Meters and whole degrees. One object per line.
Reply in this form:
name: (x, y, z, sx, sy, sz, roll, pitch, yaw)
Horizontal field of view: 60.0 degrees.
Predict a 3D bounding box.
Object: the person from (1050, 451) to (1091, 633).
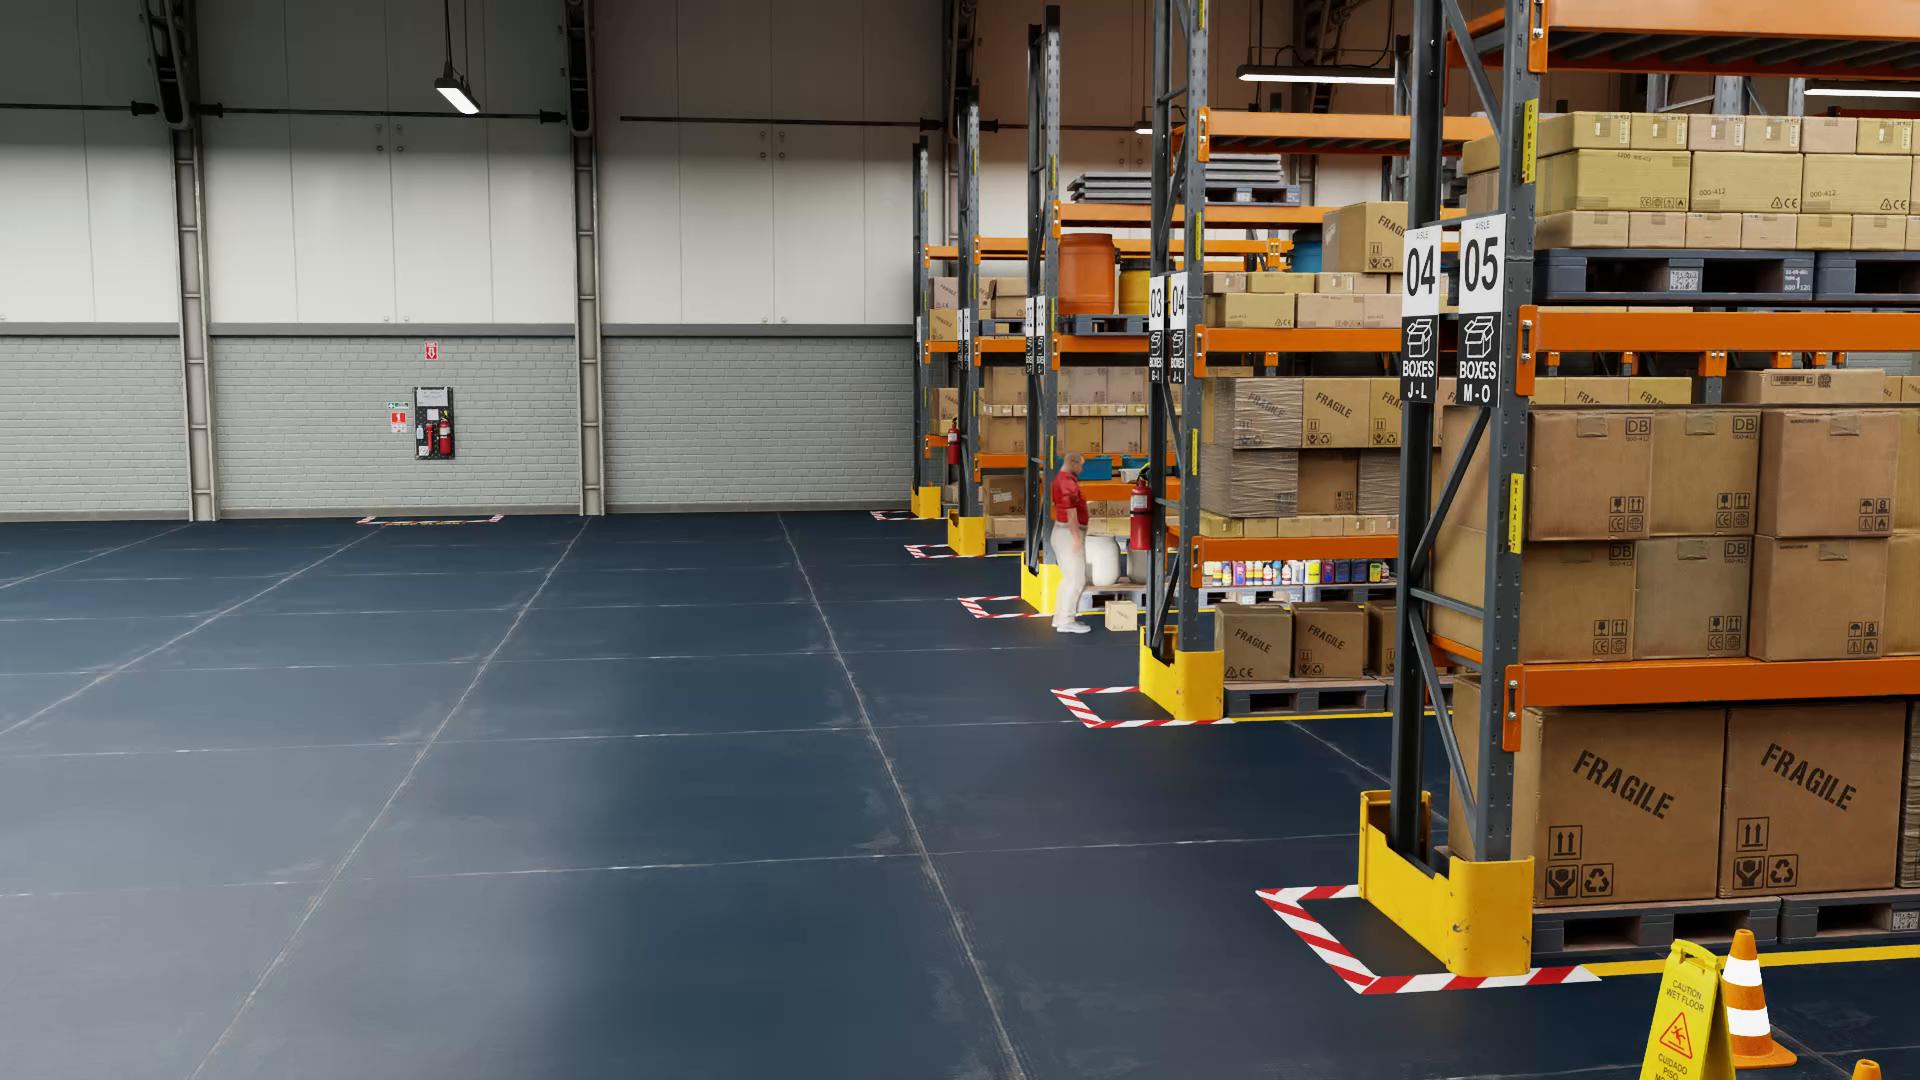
person: (1.042, 0.013, 15.805, 0.365, 1.709, 0.541, -1, 6, -7)
